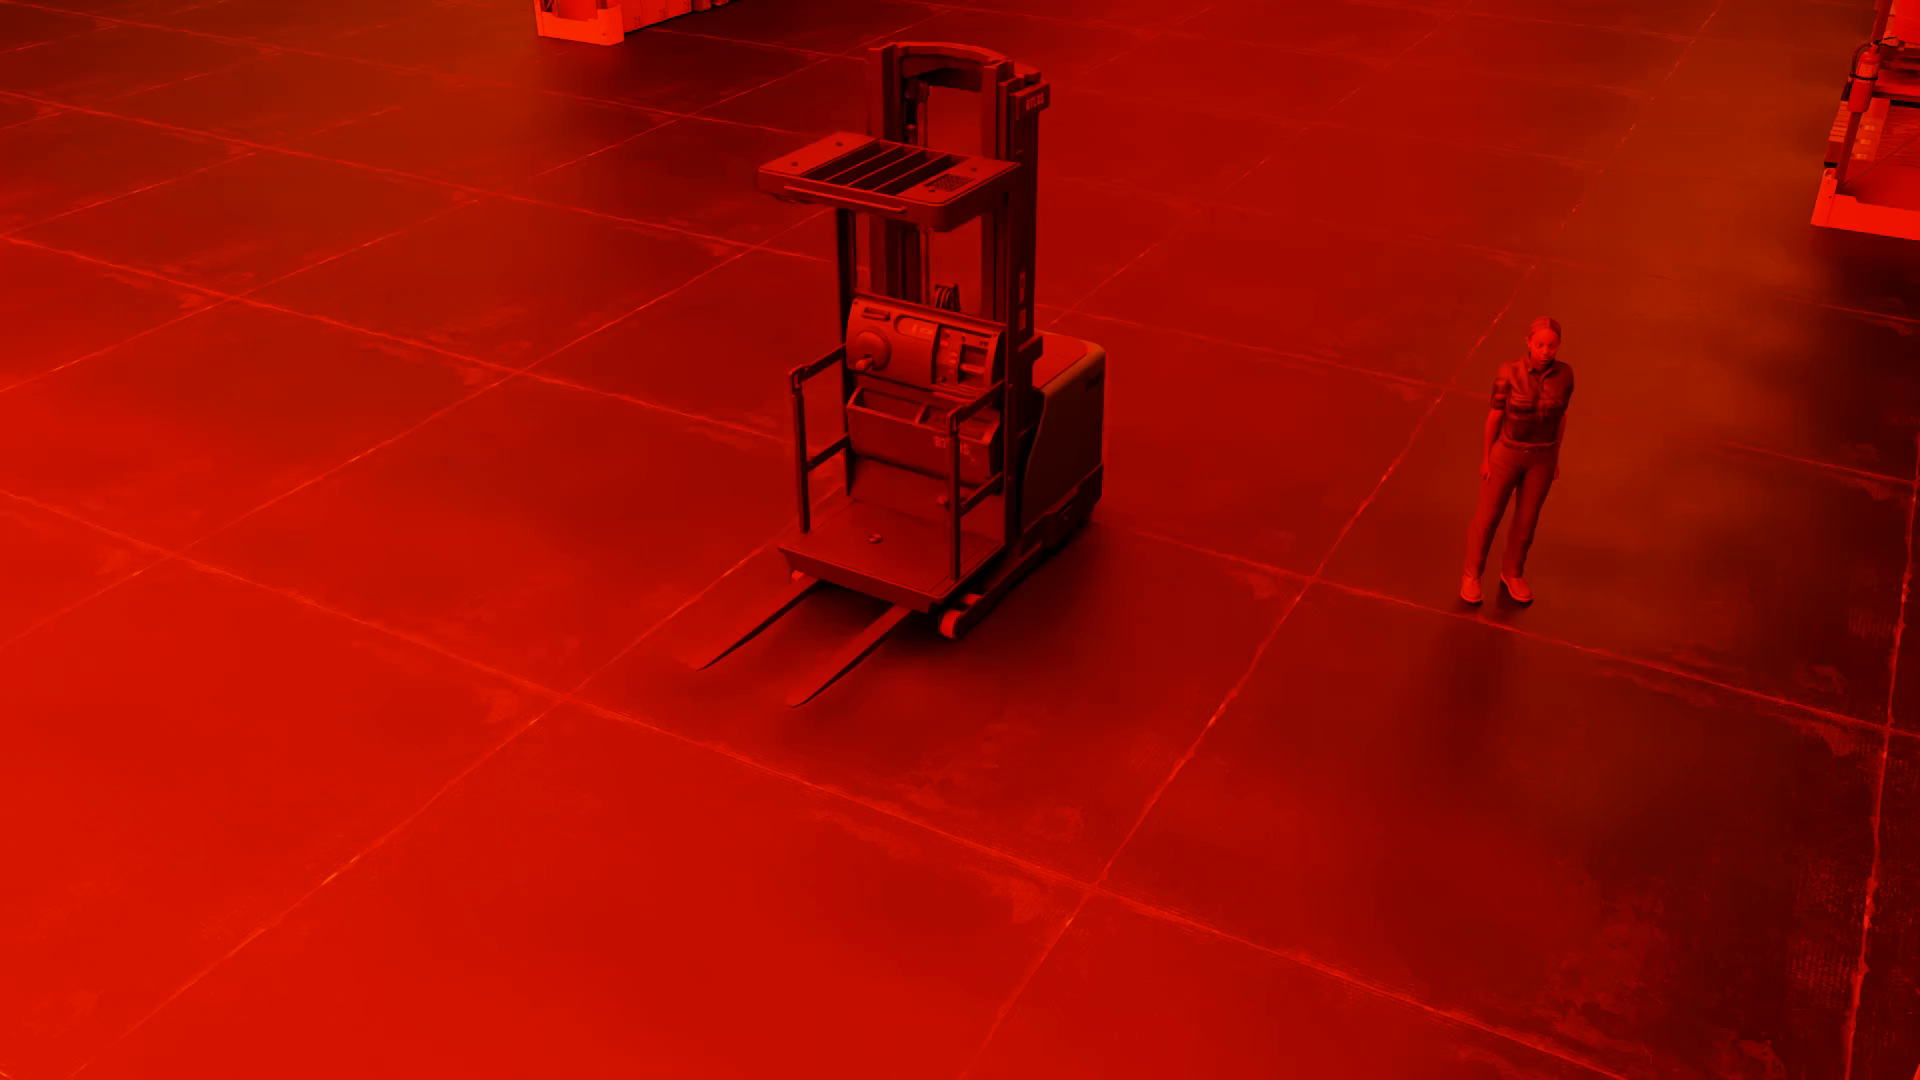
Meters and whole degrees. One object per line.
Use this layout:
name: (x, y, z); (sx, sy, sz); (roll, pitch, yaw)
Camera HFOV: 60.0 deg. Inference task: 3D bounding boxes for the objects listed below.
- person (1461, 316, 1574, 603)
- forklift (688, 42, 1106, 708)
person: (3.067, -0.431, 9.093); (0.446, 1.662, 0.325); (0, 30, 0)
forklift: (-0.314, -0.992, 8.789); (1.130, 2.935, 3.031); (17, 34, 27)
